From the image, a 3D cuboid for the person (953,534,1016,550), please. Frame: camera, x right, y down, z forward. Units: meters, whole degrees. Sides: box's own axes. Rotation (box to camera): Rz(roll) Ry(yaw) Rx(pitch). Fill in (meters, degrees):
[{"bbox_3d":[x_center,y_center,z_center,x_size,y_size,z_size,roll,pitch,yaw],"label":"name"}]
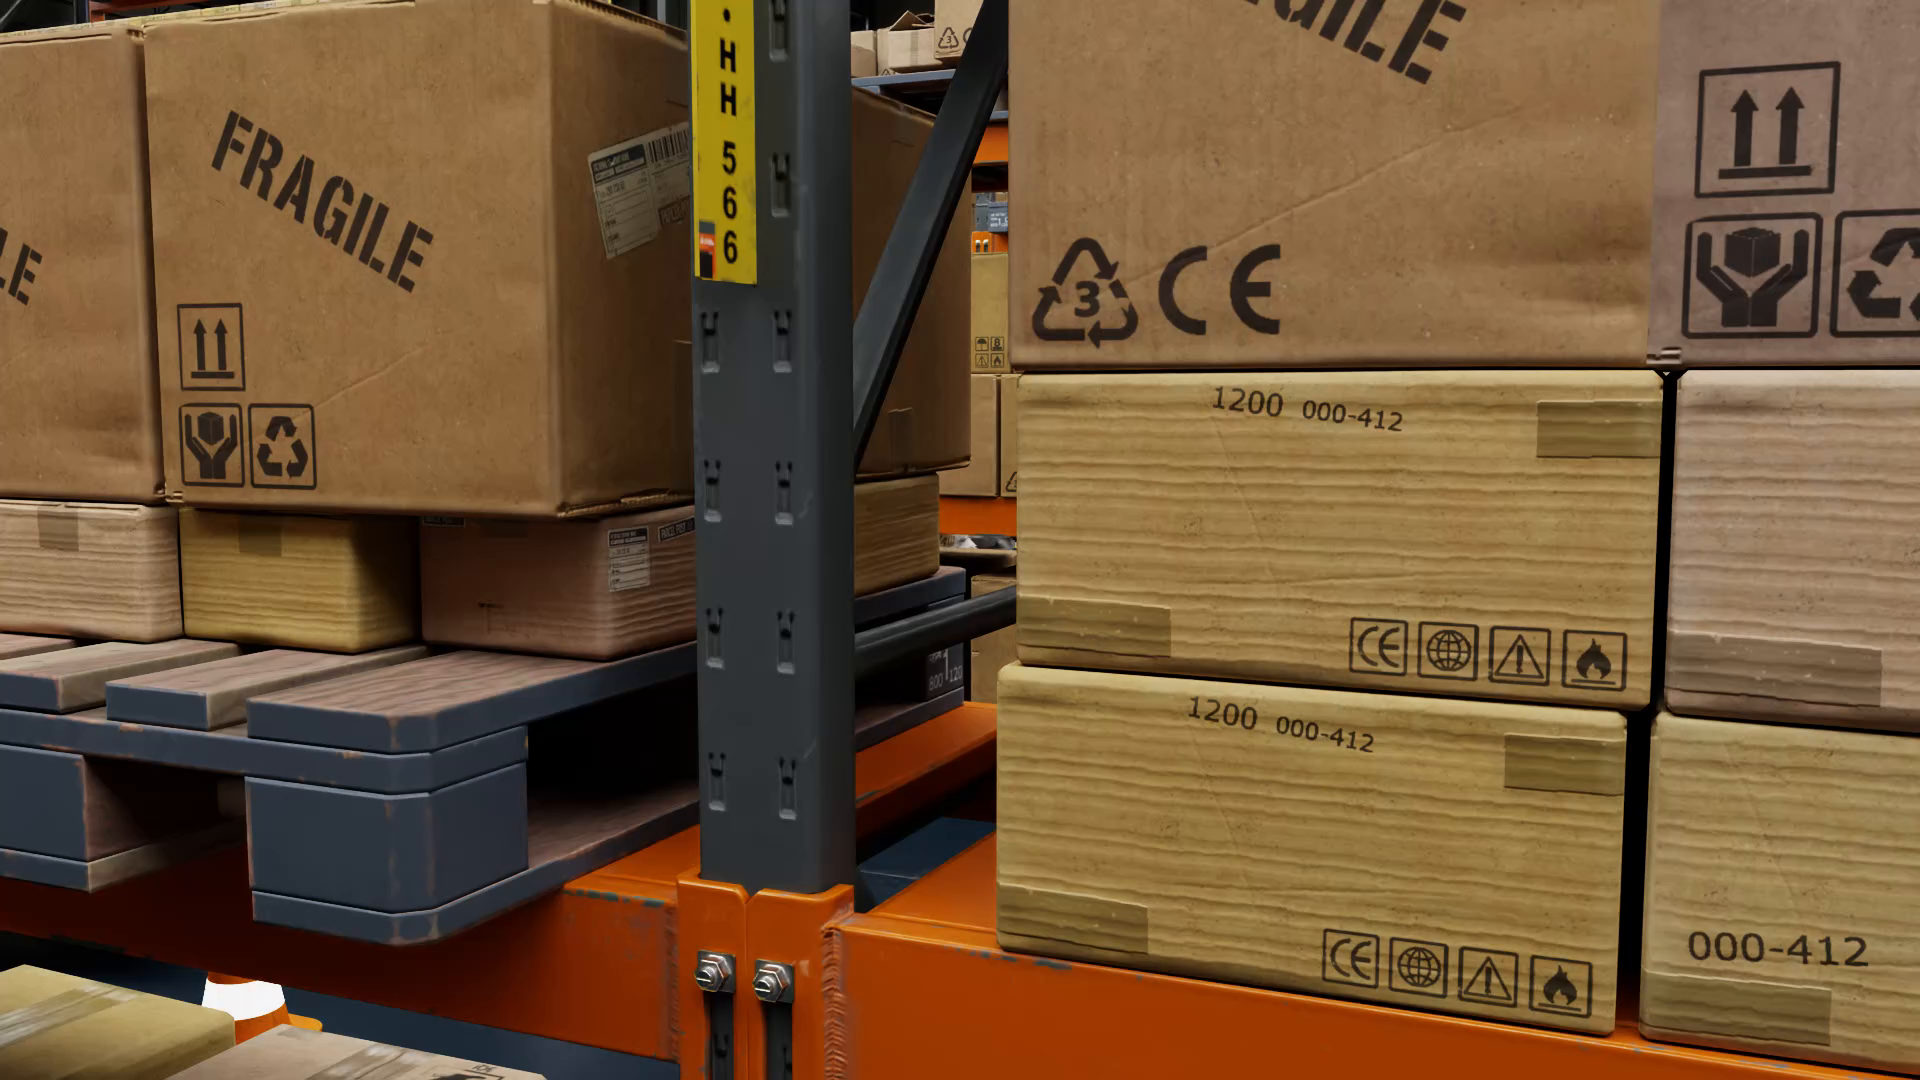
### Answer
[{"bbox_3d":[0.123,-0.009,9.904,0.471,1.620,0.970,-2,6,-19],"label":"person"}]
